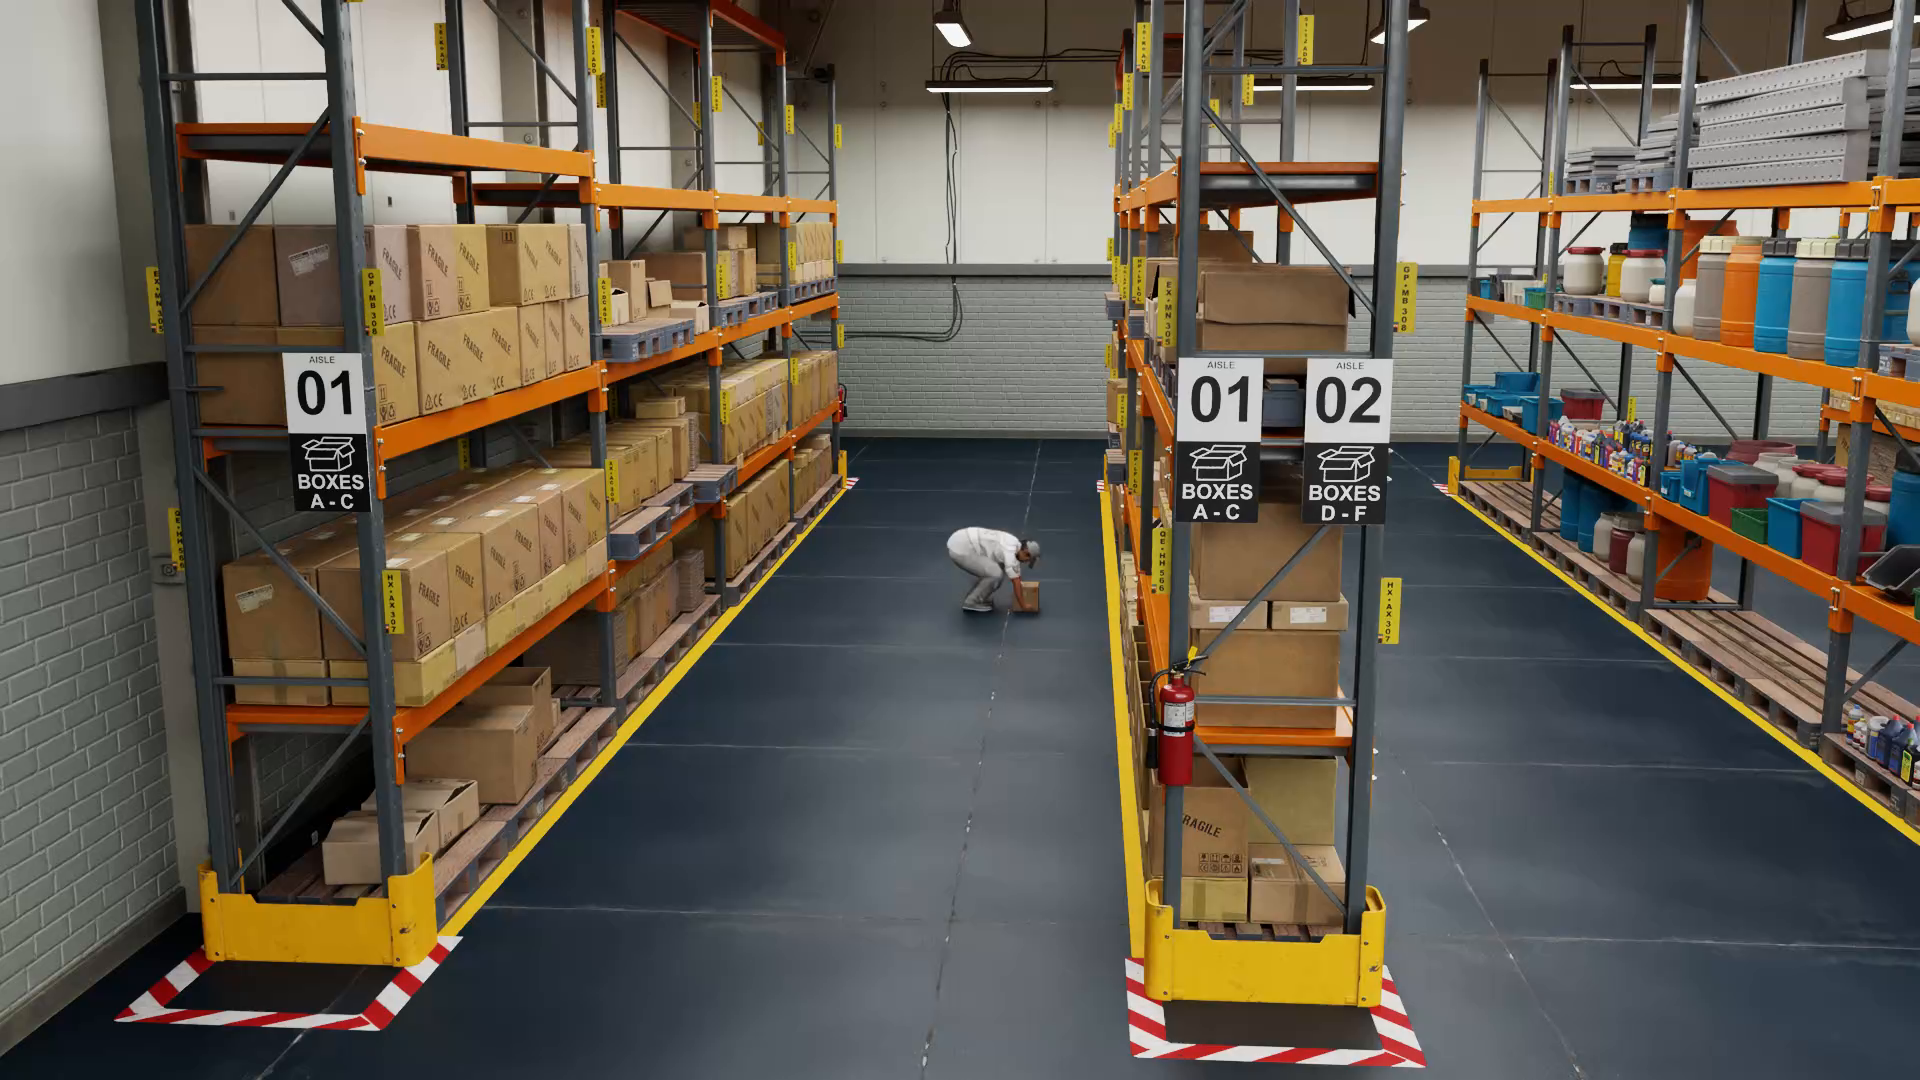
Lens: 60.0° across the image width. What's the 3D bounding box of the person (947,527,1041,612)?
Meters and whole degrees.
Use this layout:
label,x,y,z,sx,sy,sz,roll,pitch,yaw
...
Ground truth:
label,x,y,z,sx,sy,sz,roll,pitch,yaw
person,0.341,0.289,16.696,0.942,0.833,0.523,0,11,2
